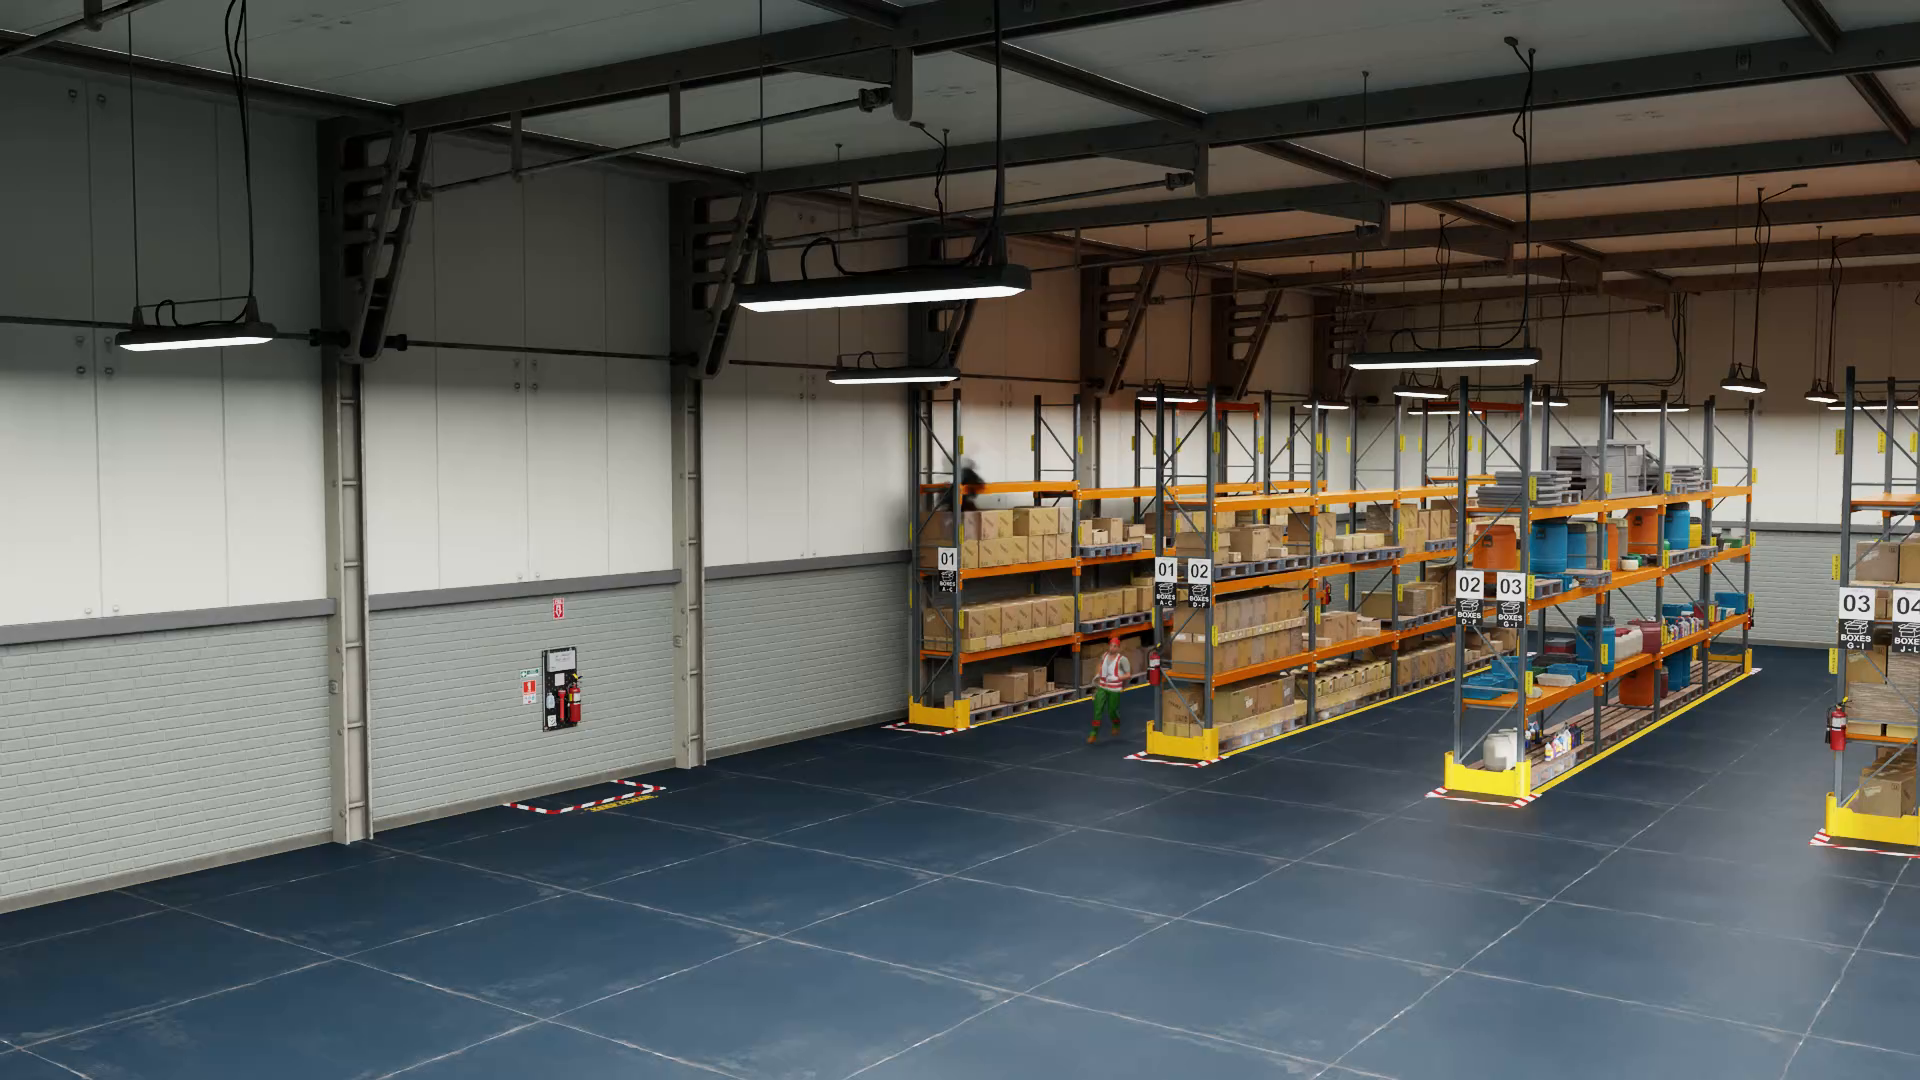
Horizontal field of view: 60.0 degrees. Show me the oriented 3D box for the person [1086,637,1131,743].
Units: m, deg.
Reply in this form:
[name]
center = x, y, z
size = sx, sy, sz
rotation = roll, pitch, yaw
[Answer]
[person]
center = 2.524, 2.494, 27.826
size = 0.710, 1.748, 1.019
rotation = 2, 4, 30
